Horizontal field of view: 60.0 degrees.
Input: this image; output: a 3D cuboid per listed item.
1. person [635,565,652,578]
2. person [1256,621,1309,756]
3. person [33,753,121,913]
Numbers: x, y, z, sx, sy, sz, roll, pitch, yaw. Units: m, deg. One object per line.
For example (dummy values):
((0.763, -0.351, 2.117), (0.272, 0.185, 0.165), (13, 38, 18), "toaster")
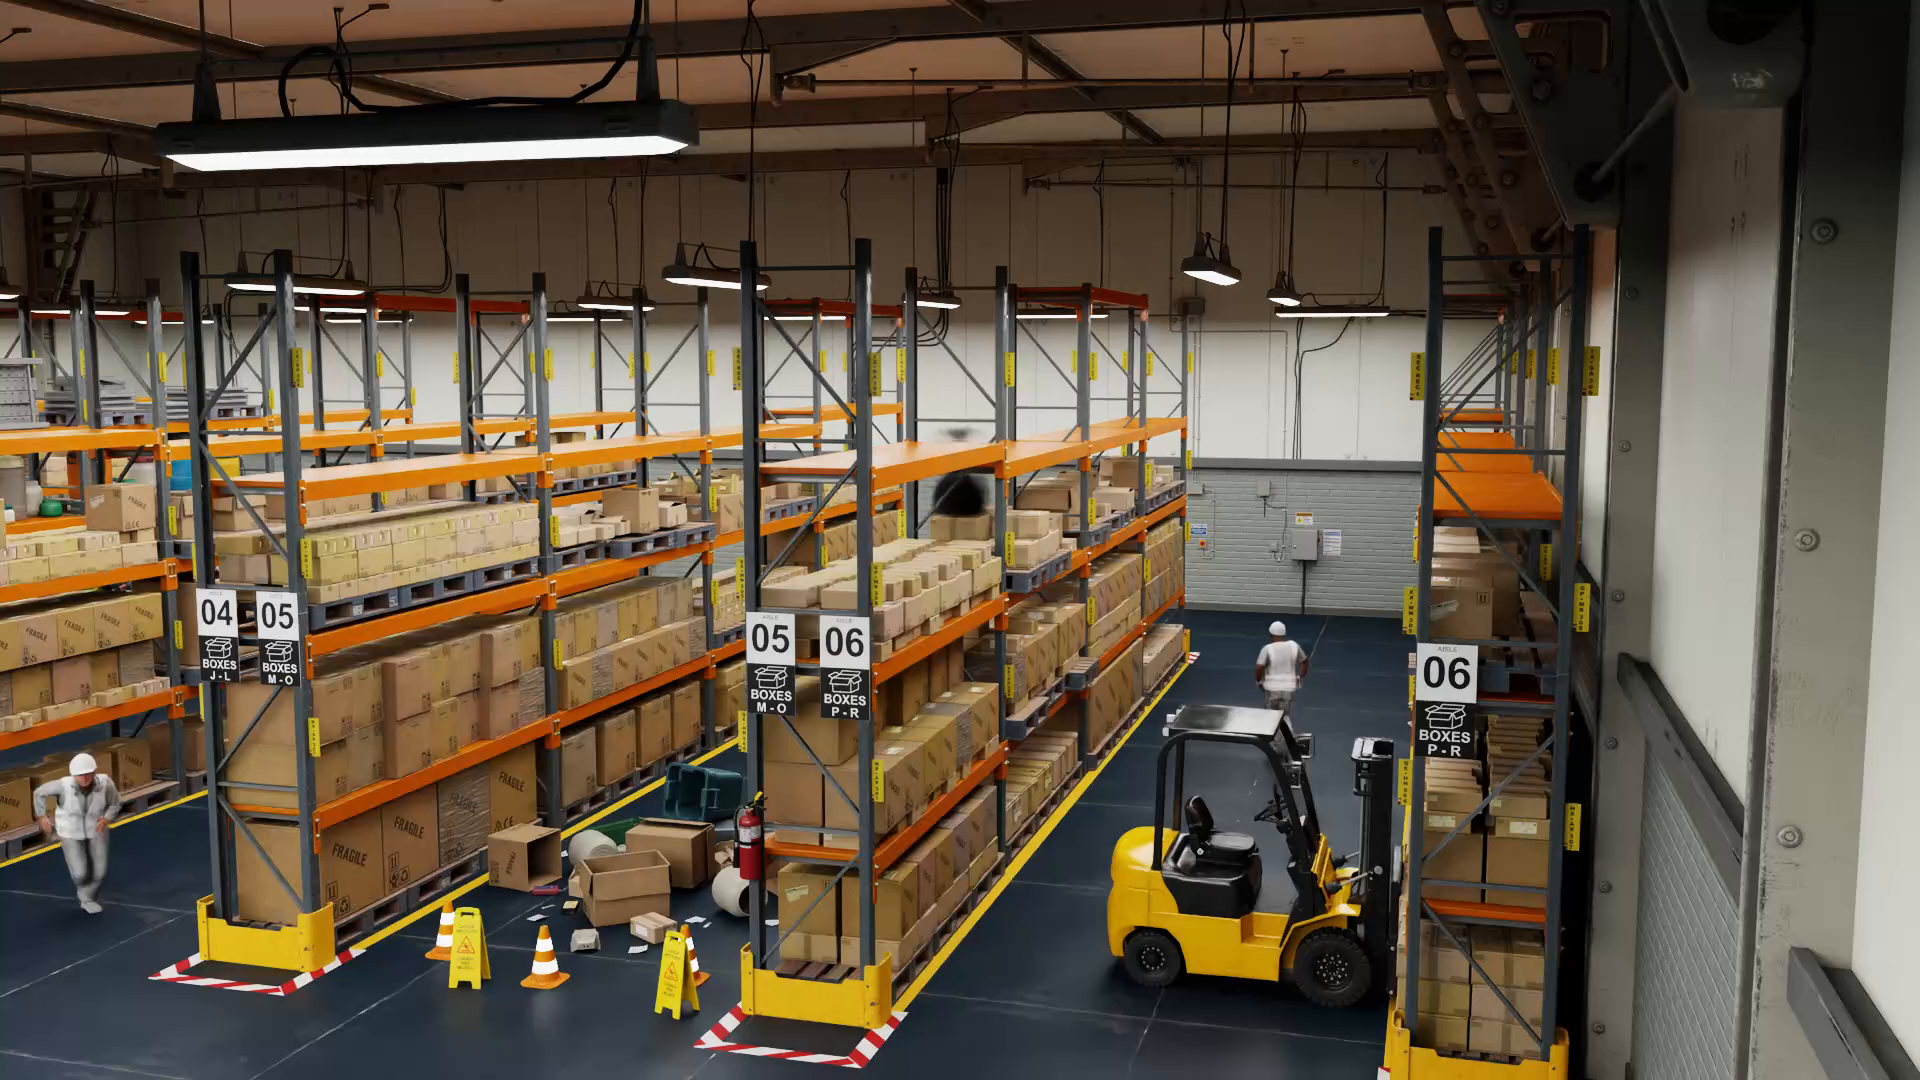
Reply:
((-5.354, 1.195, 28.028), (0.589, 1.718, 0.695), (1, 6, 8), "person")
((4.138, 1.927, 21.344), (0.728, 1.744, 0.604), (-1, 6, -6), "person")
((-8.015, 2.688, 15.135), (0.690, 1.597, 0.814), (-4, 7, -31), "person")
